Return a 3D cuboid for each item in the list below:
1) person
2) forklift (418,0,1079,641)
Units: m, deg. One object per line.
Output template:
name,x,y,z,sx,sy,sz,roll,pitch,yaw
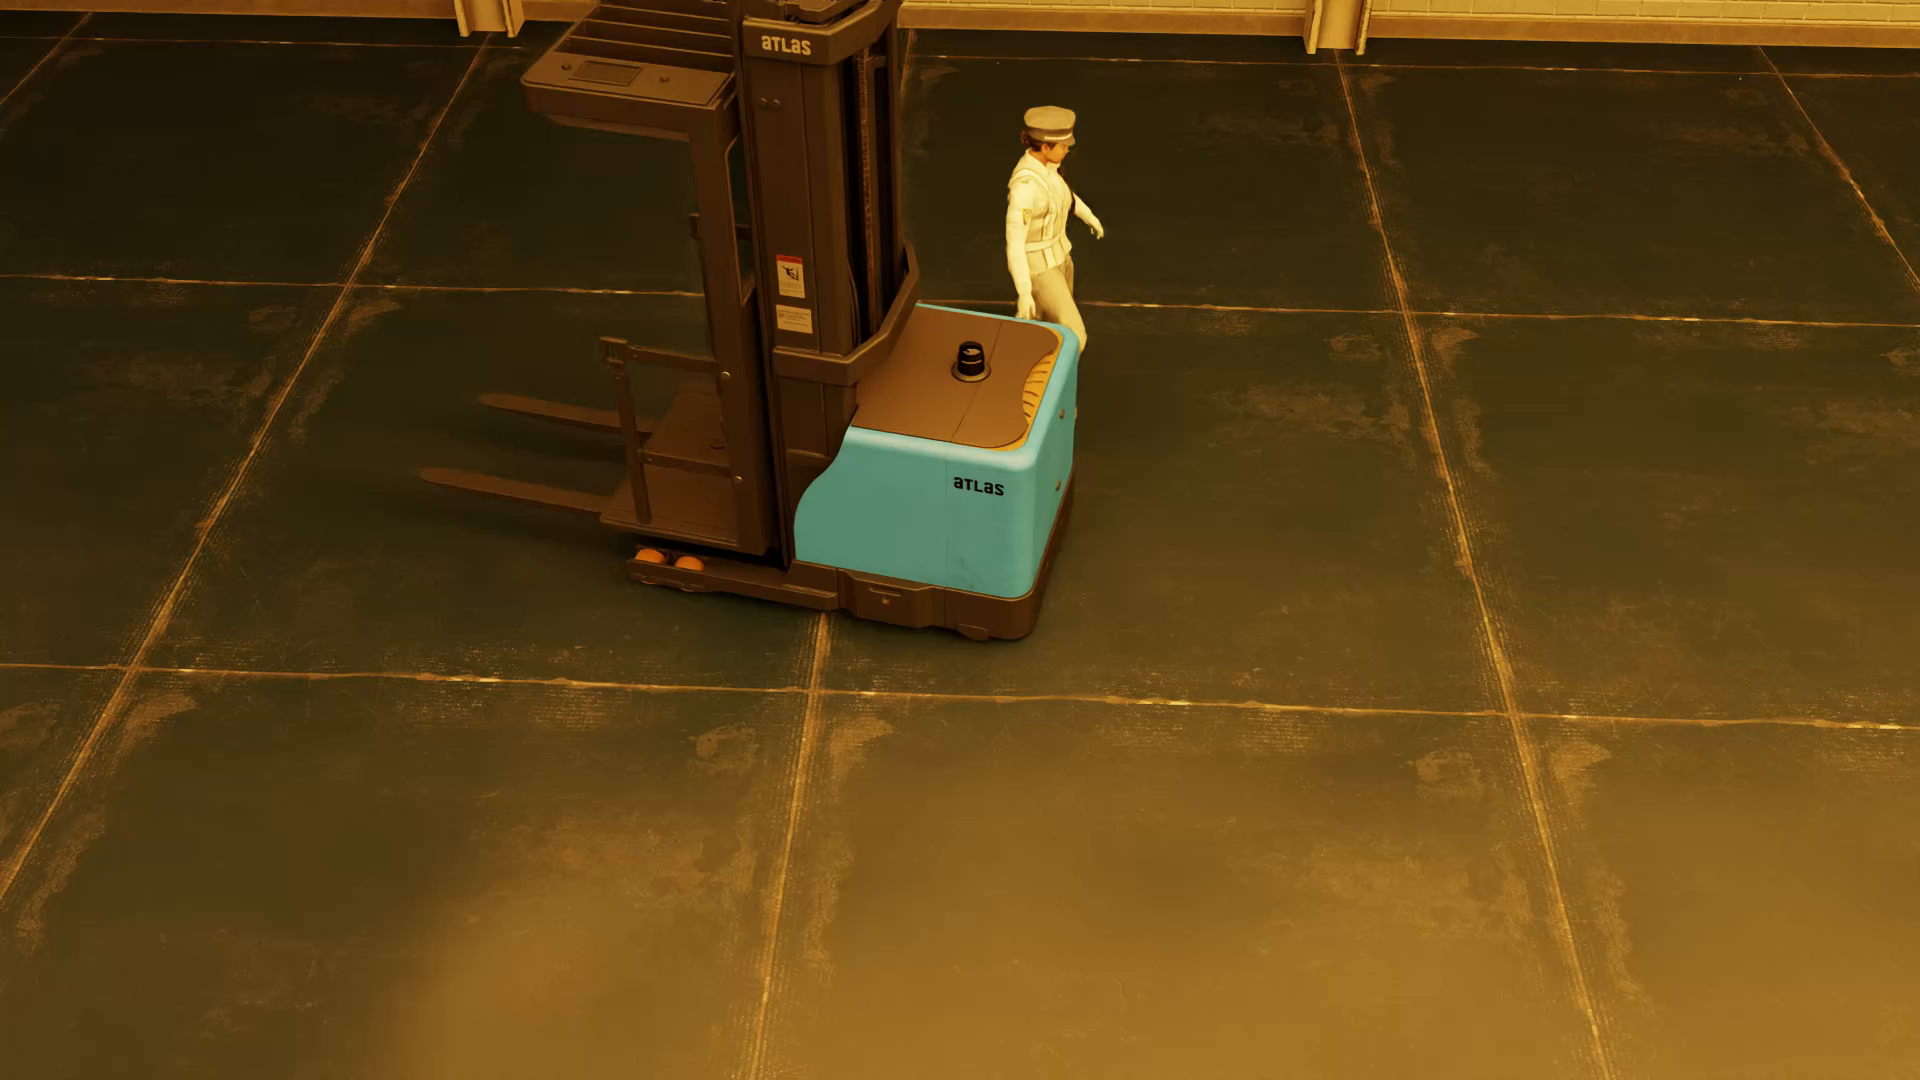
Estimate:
person,0.429,-1.422,8.350,0.612,1.556,0.869,13,44,14
forklift,-1.033,-1.177,7.032,3.031,2.935,1.130,10,43,11
